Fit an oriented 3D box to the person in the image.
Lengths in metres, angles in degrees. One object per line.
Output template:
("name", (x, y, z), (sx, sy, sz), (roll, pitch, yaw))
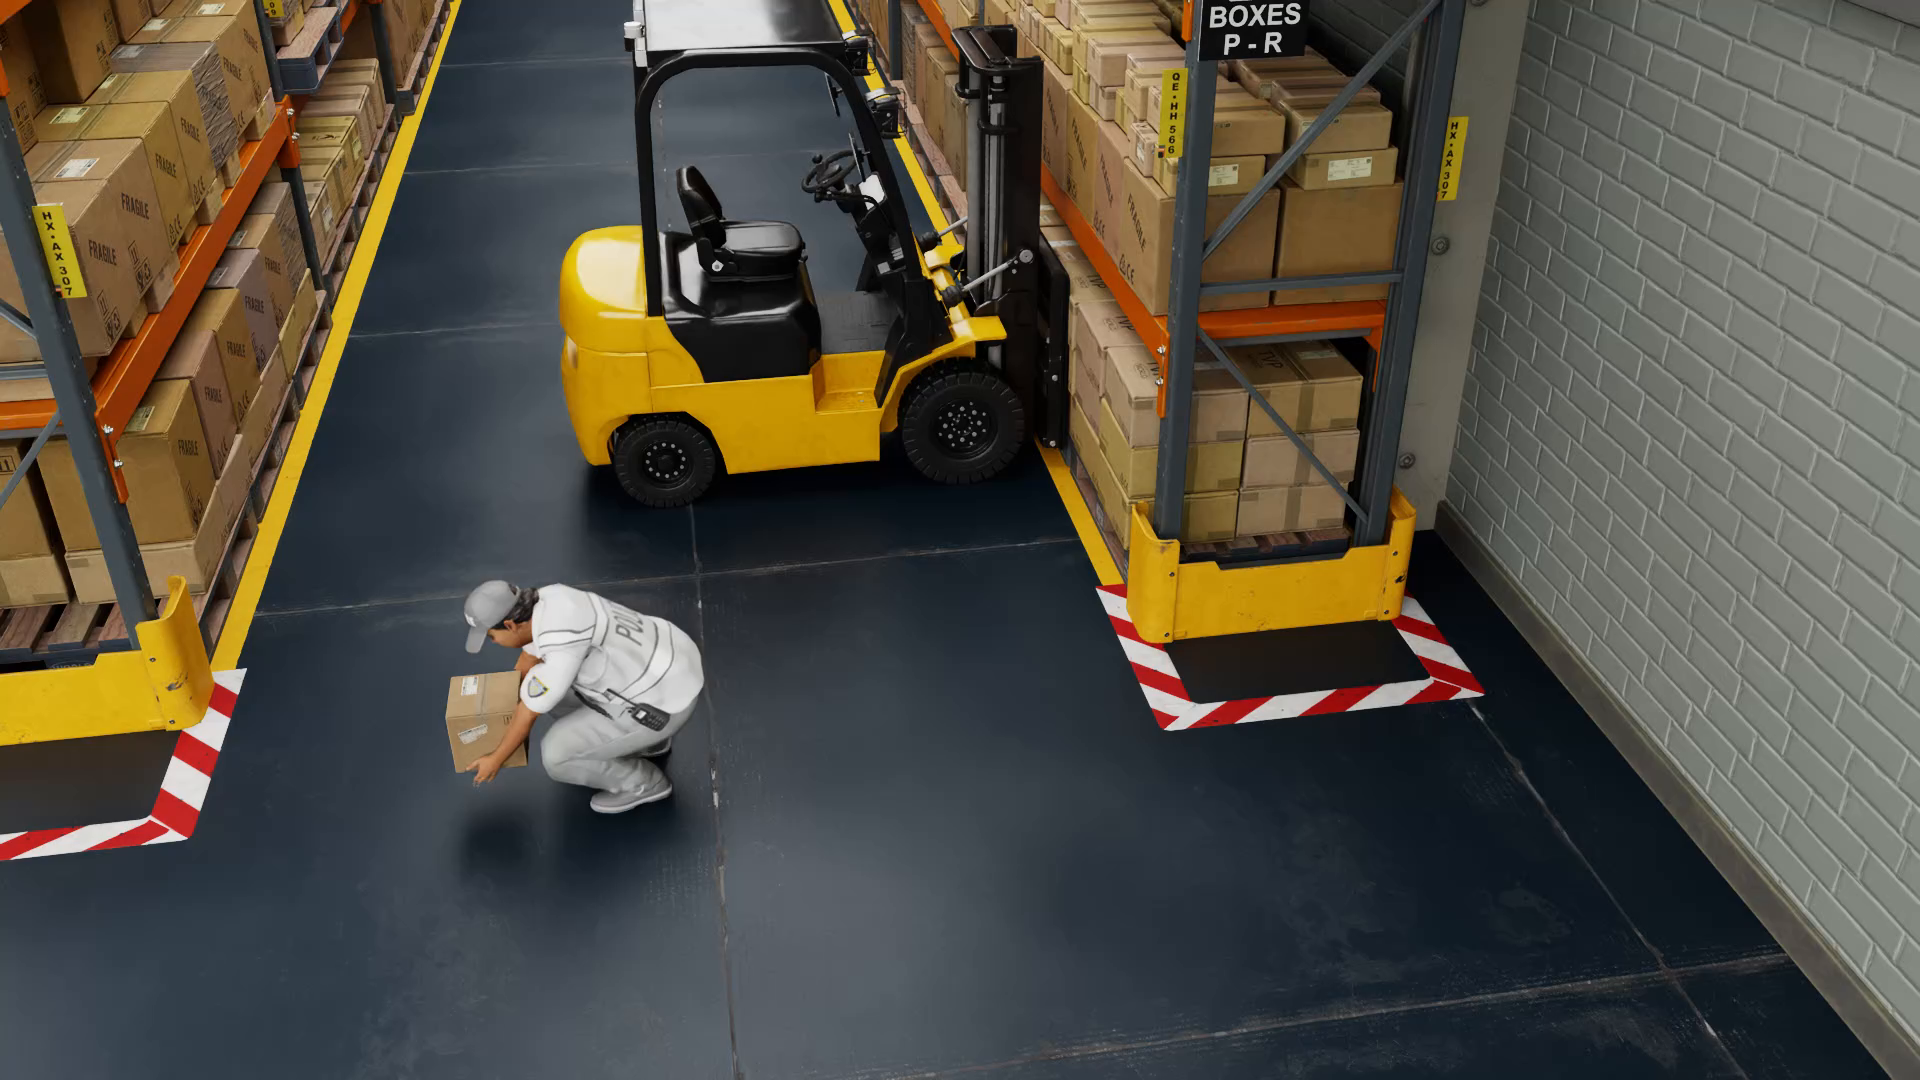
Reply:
("person", (-1.233, 0.518, 6.034), (0.600, 0.812, 0.522), (-6, 31, -10))
